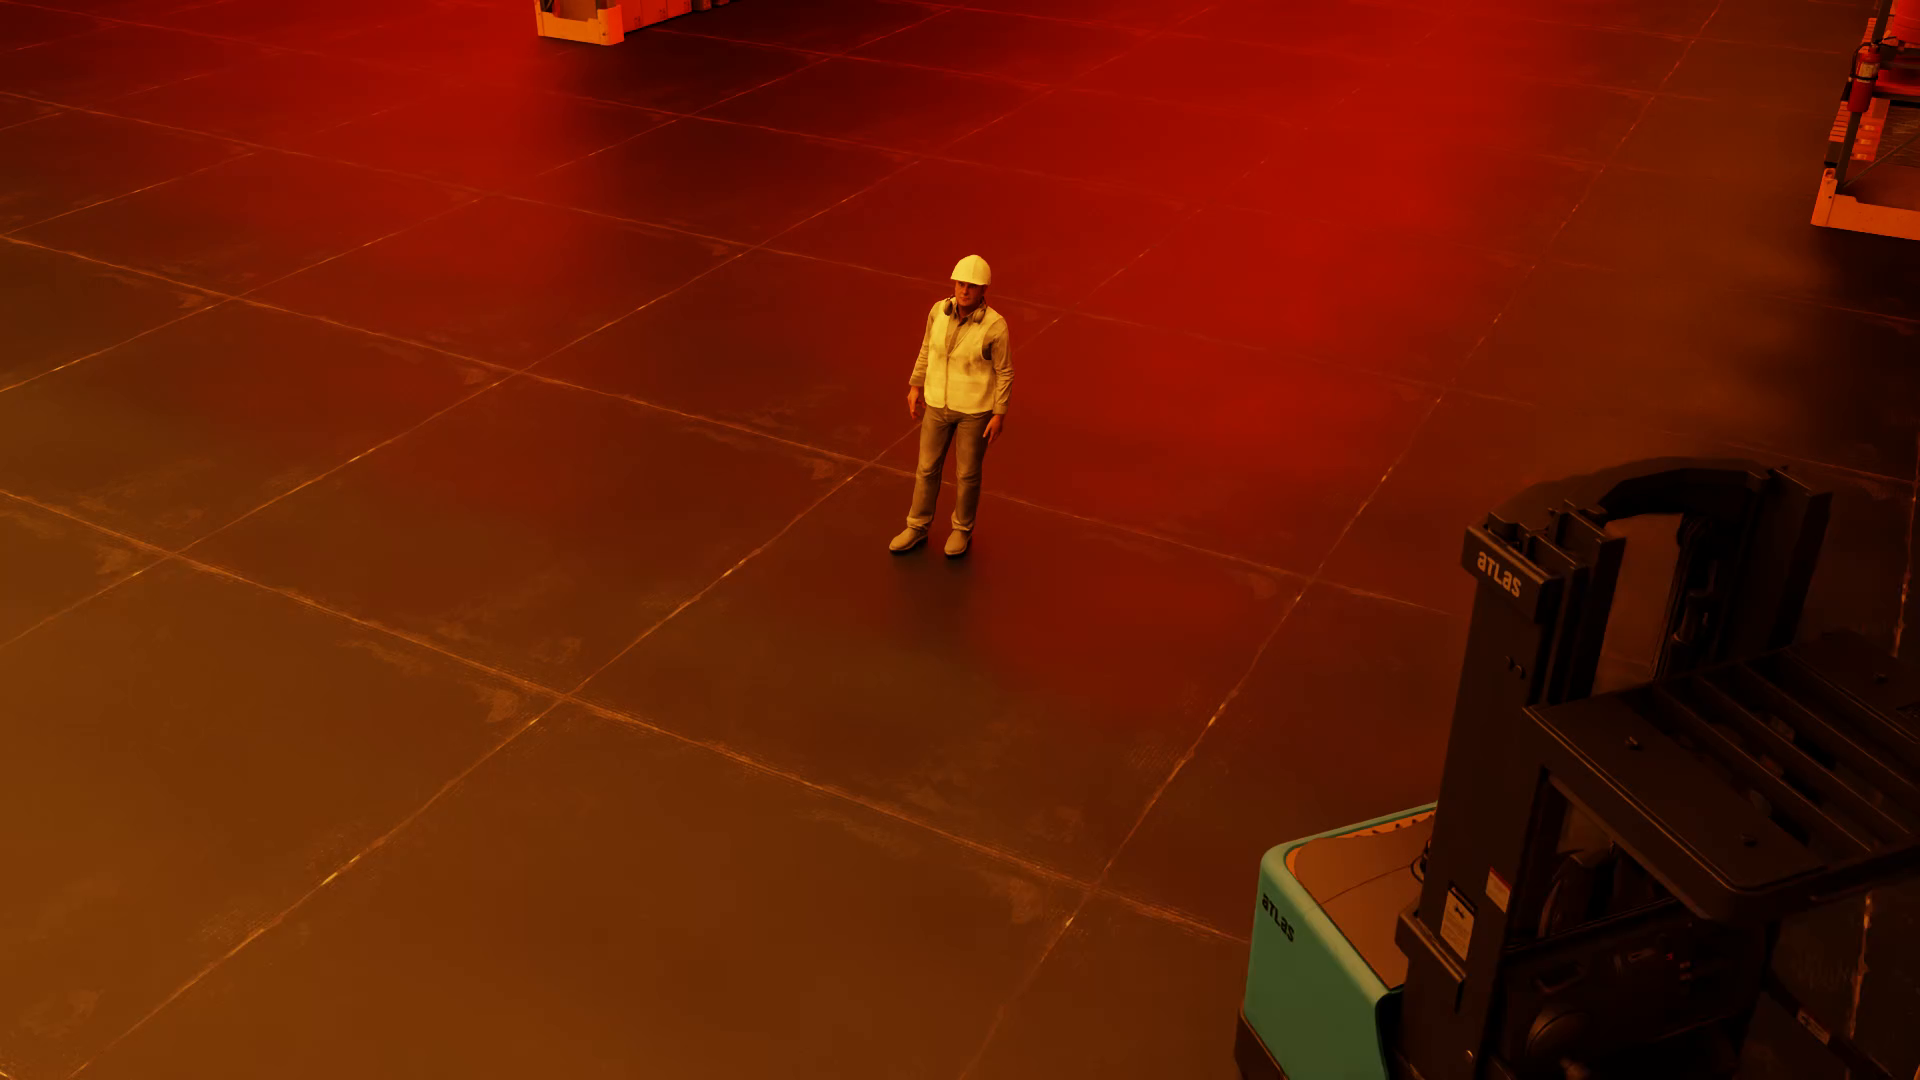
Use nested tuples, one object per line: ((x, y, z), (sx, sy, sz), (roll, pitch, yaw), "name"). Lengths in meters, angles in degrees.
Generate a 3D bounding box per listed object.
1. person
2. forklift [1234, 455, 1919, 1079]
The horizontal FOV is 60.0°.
((-0.037, -0.750, 9.512), (0.632, 1.773, 0.568), (15, 33, 25), "person")
((2.060, 1.364, 4.707), (1.130, 2.935, 3.031), (-11, 32, -18), "forklift")
